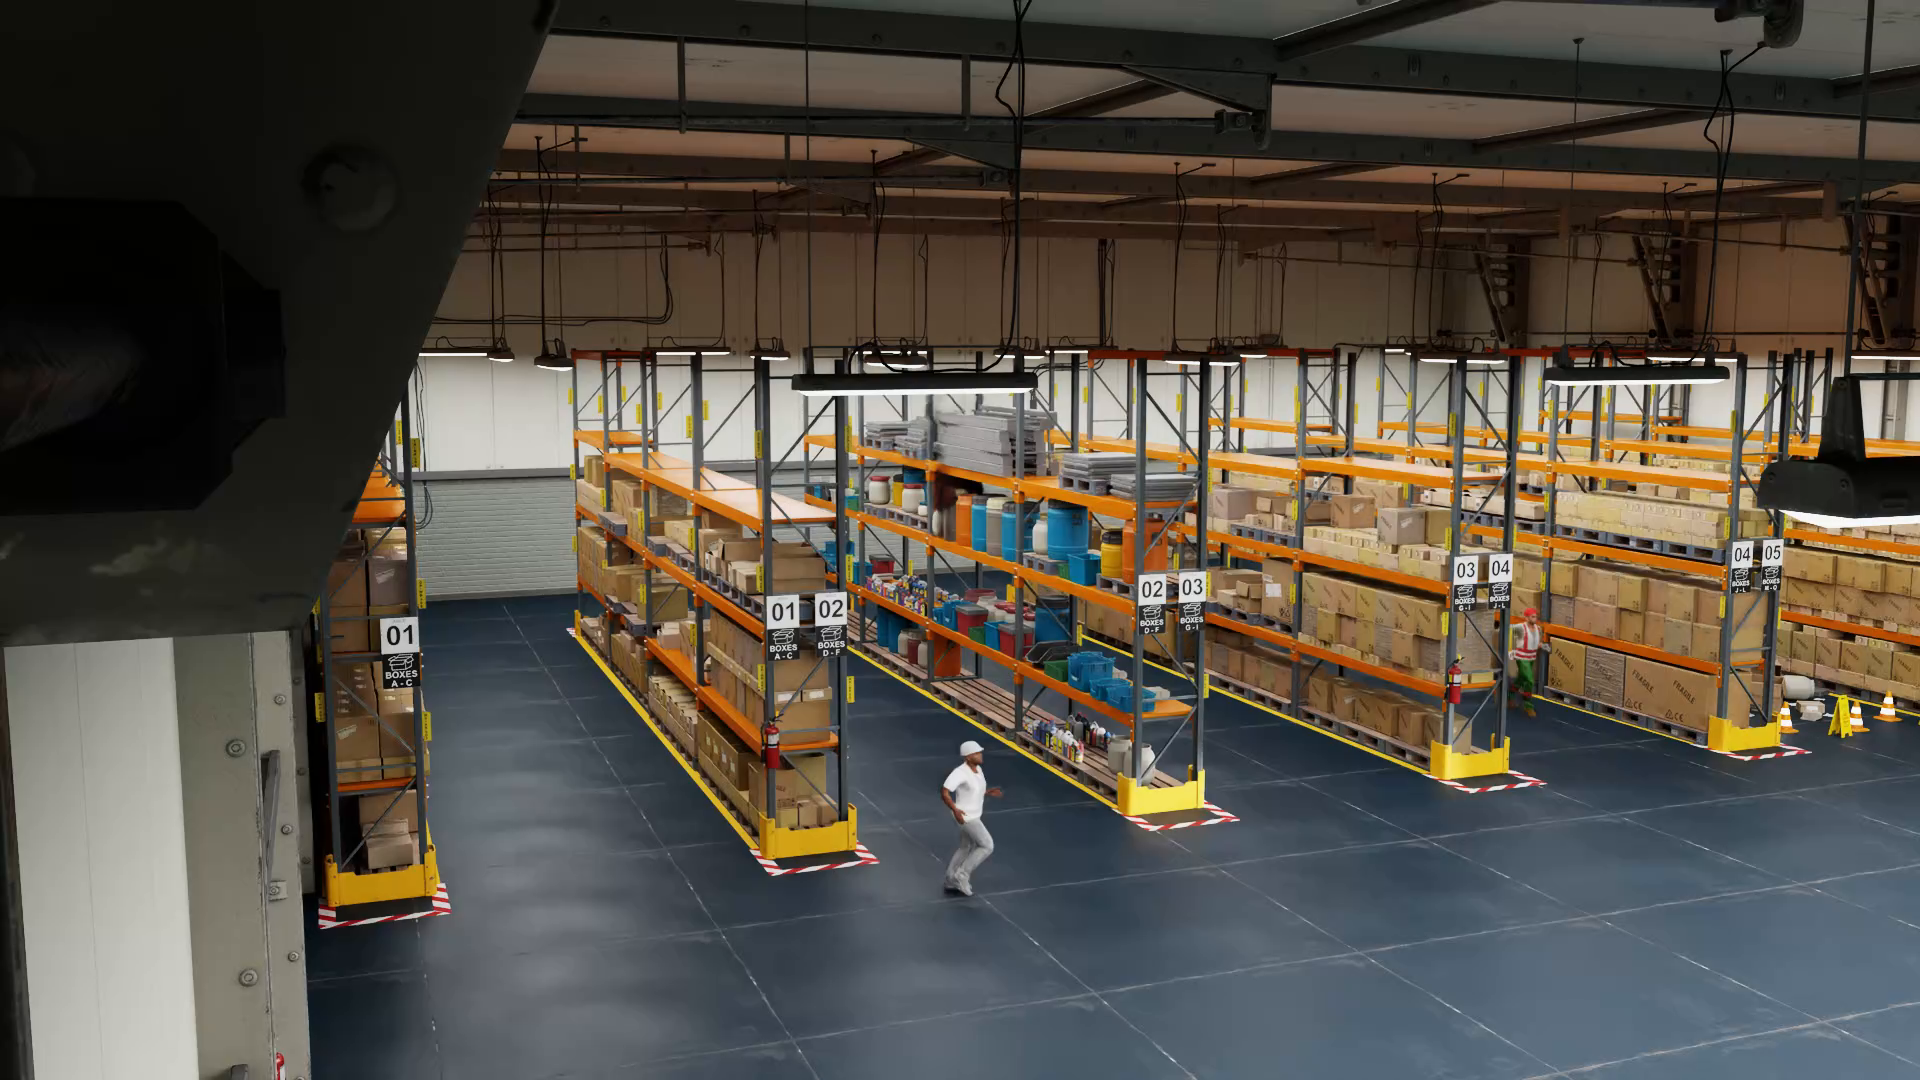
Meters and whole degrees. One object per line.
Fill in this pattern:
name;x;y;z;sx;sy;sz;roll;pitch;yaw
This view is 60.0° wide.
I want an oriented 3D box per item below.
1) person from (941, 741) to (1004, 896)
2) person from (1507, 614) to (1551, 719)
person;0.148;3.134;18.828;0.669;1.757;0.669;1;7;11
person;9.415;2.039;27.721;0.574;1.783;0.912;-4;8;-30
